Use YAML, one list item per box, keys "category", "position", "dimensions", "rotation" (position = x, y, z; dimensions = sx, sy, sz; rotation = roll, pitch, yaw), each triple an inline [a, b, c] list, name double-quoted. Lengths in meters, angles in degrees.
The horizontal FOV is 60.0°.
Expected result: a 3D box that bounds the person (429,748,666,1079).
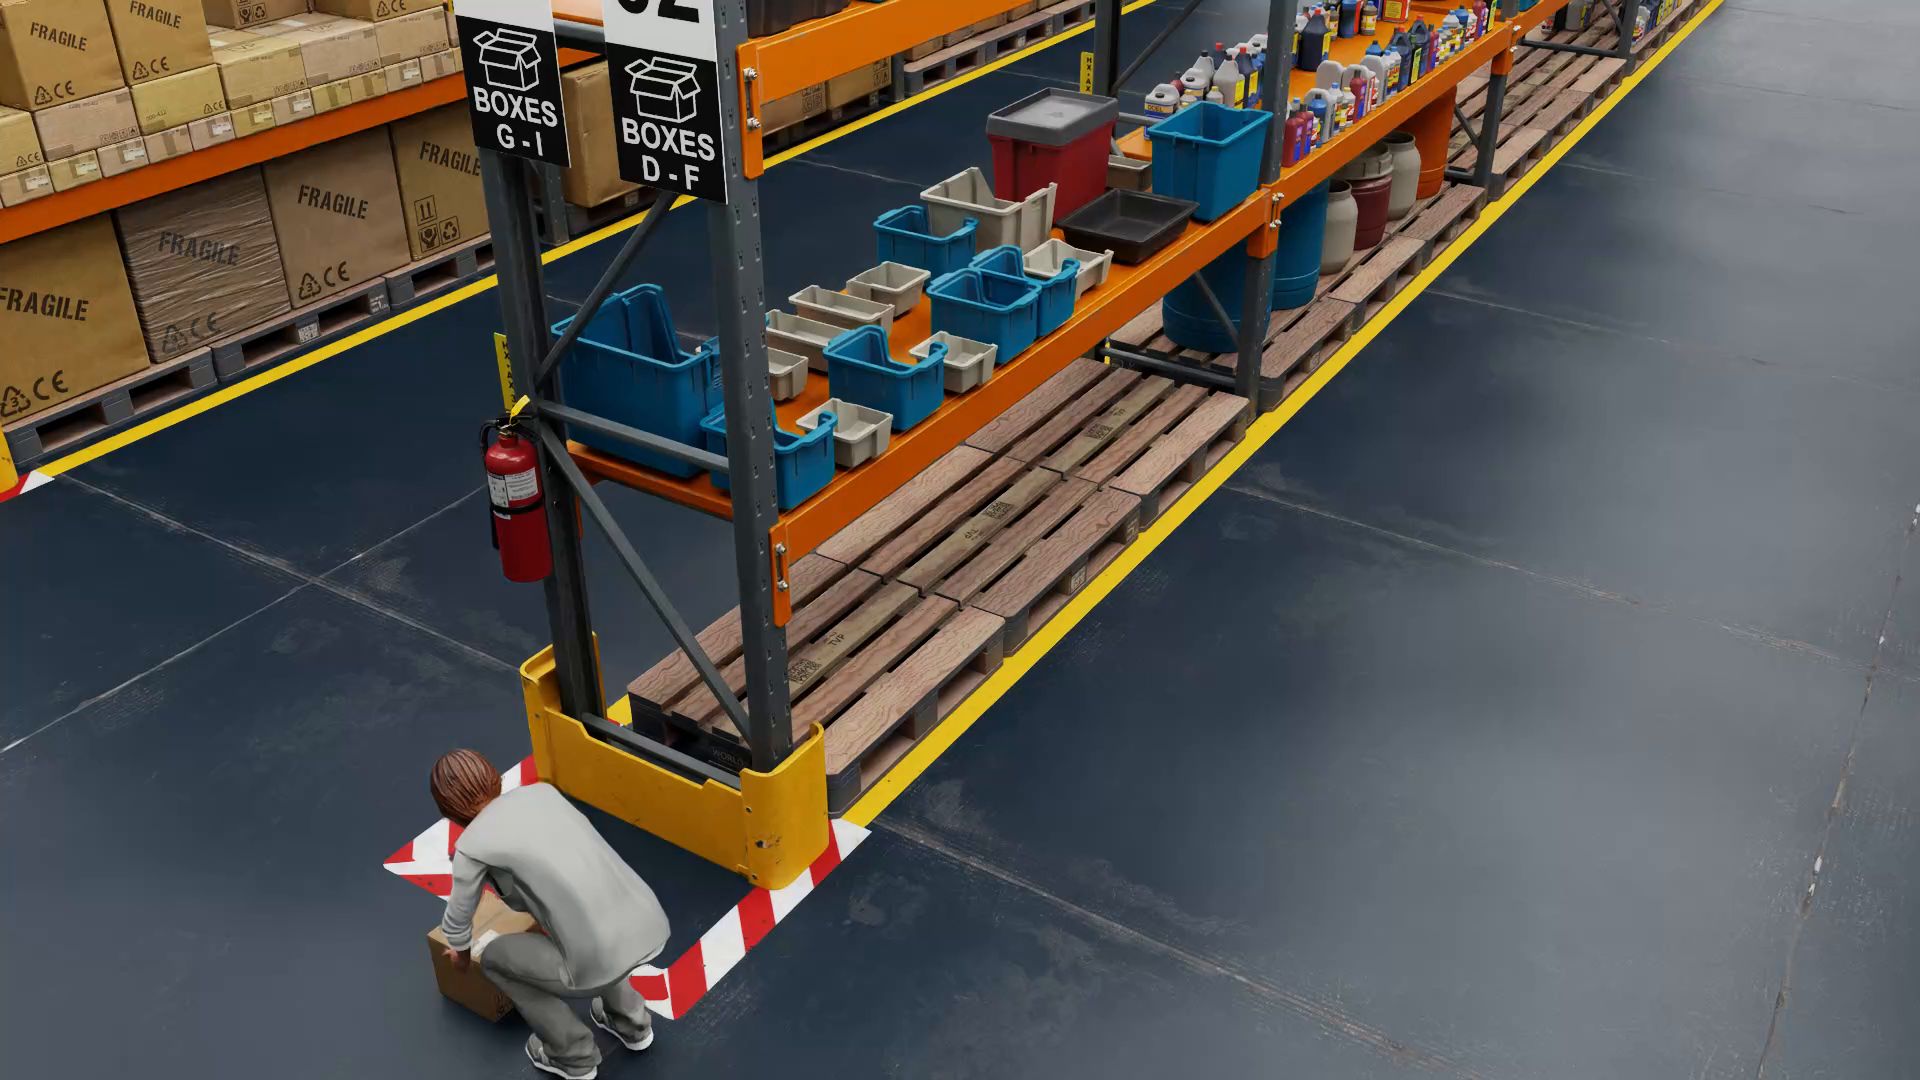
- category: "person"
  position: [-1.209, 1.127, 4.889]
  dimensions: [0.763, 0.997, 0.456]
  rotation: [22, 37, 32]
